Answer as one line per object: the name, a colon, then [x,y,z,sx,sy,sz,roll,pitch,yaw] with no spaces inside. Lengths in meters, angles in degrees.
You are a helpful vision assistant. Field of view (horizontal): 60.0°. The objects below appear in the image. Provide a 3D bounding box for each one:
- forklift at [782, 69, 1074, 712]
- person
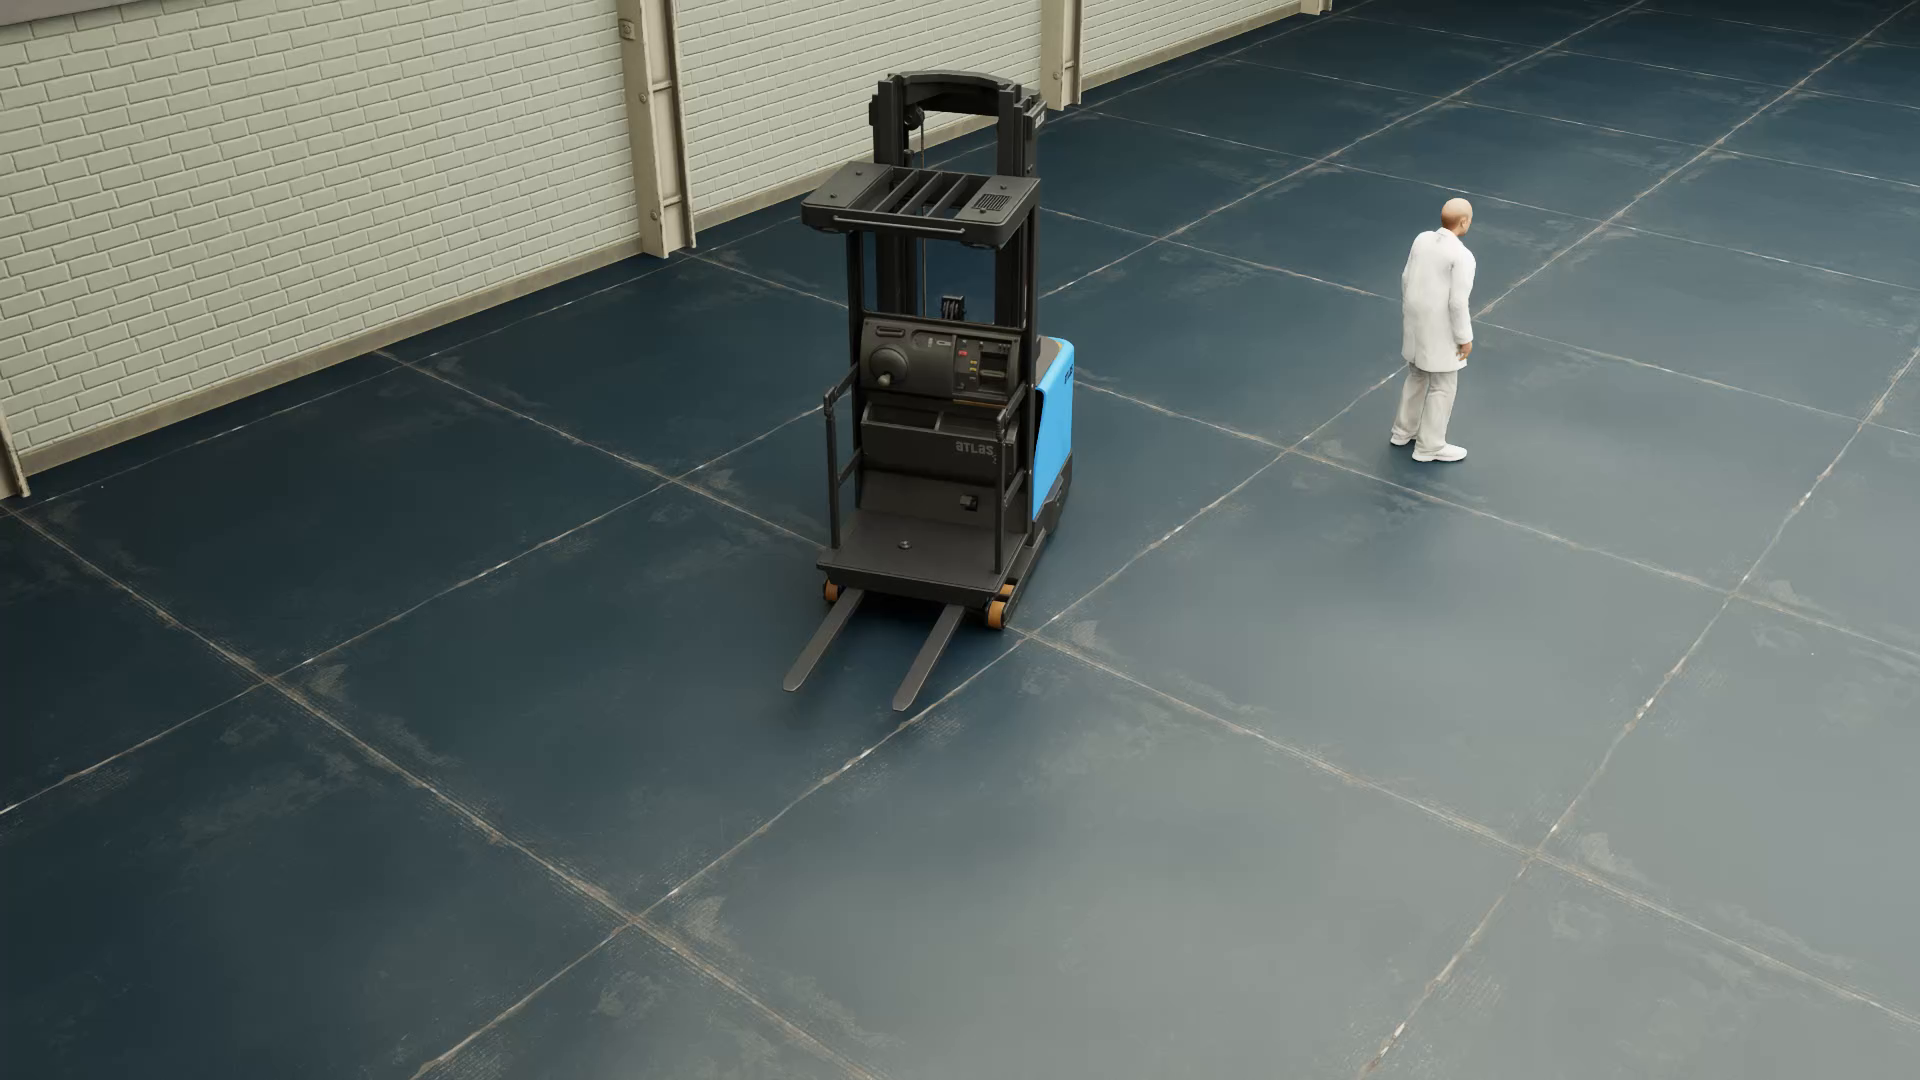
forklift: [-0.176,-0.972,9.258,1.130,2.935,3.031,9,31,14]
person: [3.200,-1.425,11.181,0.431,1.774,0.653,-12,33,-20]
